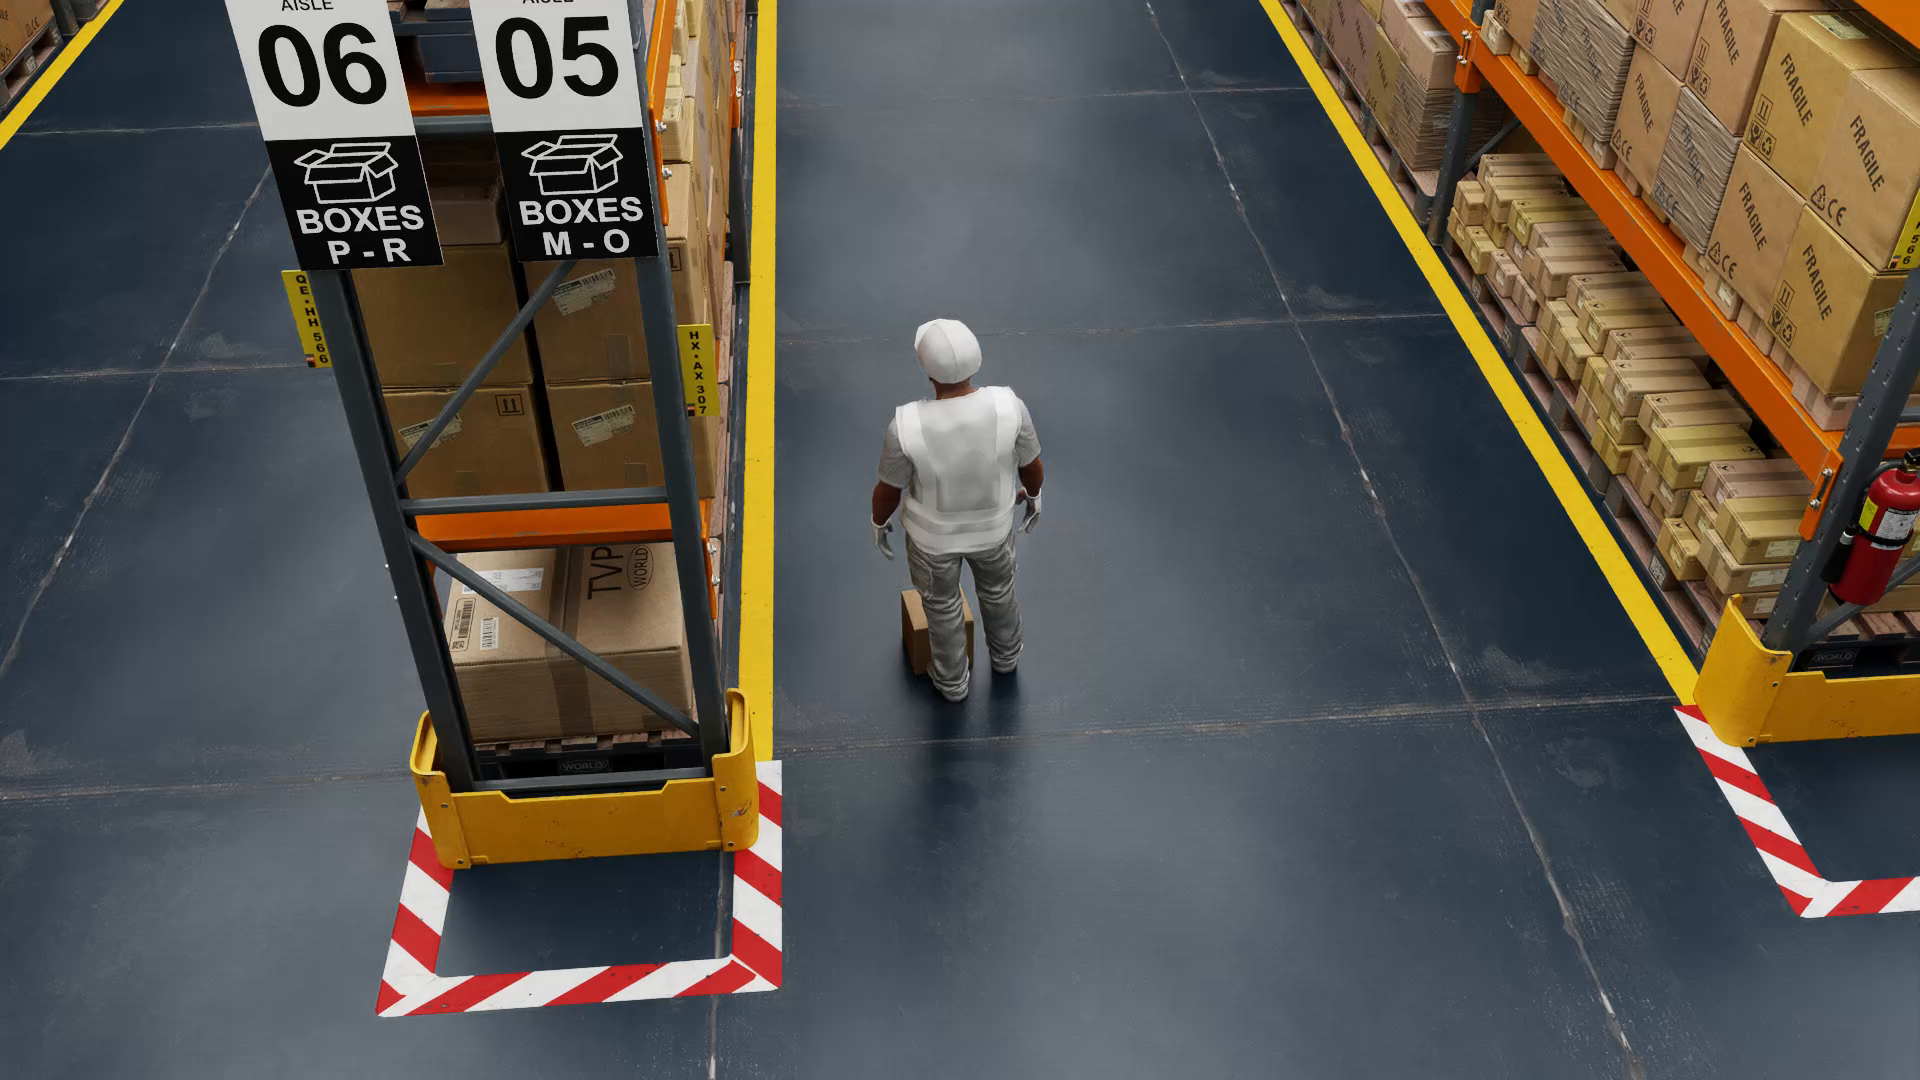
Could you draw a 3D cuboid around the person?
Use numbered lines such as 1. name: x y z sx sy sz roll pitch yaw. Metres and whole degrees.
1. person: -0.019 -0.121 6.273 0.657 1.784 0.576 -8 39 -9
